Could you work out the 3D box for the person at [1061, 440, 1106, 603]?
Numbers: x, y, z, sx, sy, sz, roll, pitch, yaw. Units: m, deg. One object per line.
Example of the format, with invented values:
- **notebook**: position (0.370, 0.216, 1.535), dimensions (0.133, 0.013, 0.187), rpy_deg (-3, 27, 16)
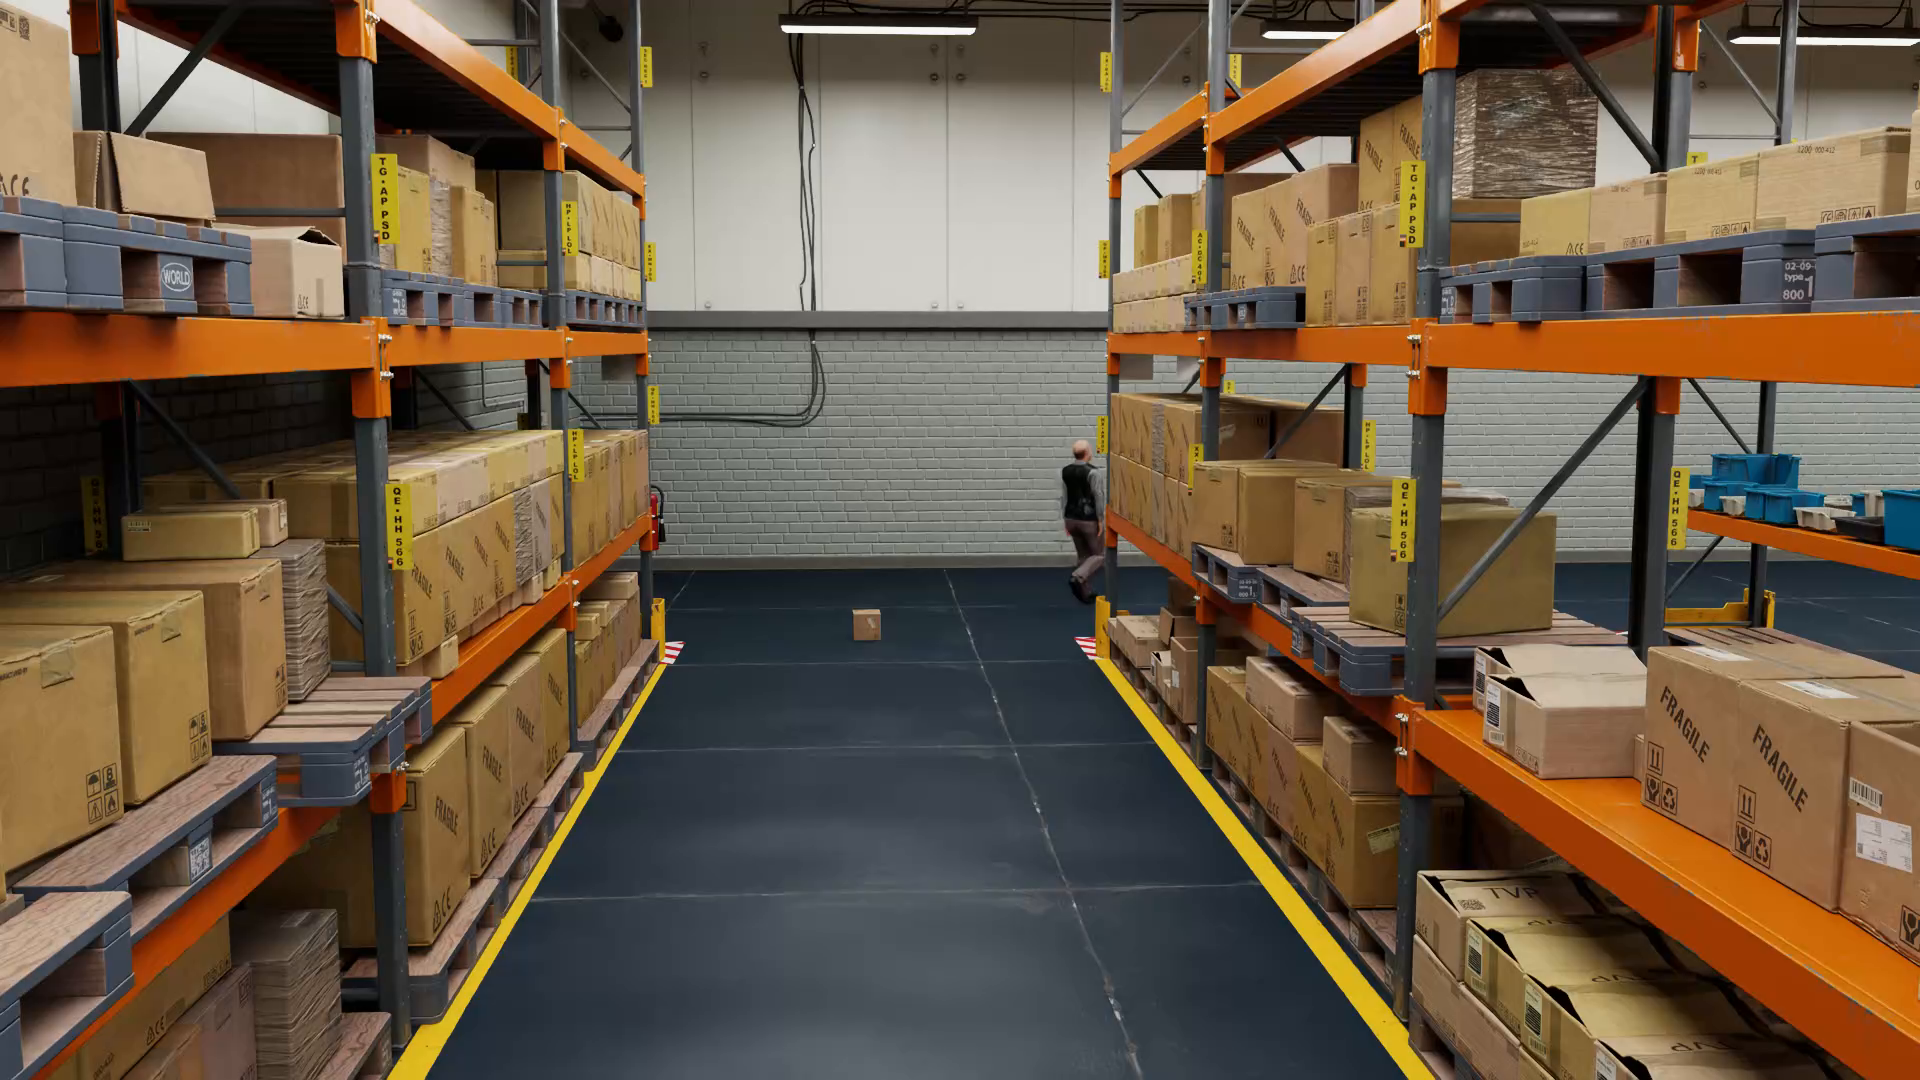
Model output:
- **person**: position (1.286, -0.144, 17.273), dimensions (0.541, 1.622, 0.658), rpy_deg (6, 9, 43)
